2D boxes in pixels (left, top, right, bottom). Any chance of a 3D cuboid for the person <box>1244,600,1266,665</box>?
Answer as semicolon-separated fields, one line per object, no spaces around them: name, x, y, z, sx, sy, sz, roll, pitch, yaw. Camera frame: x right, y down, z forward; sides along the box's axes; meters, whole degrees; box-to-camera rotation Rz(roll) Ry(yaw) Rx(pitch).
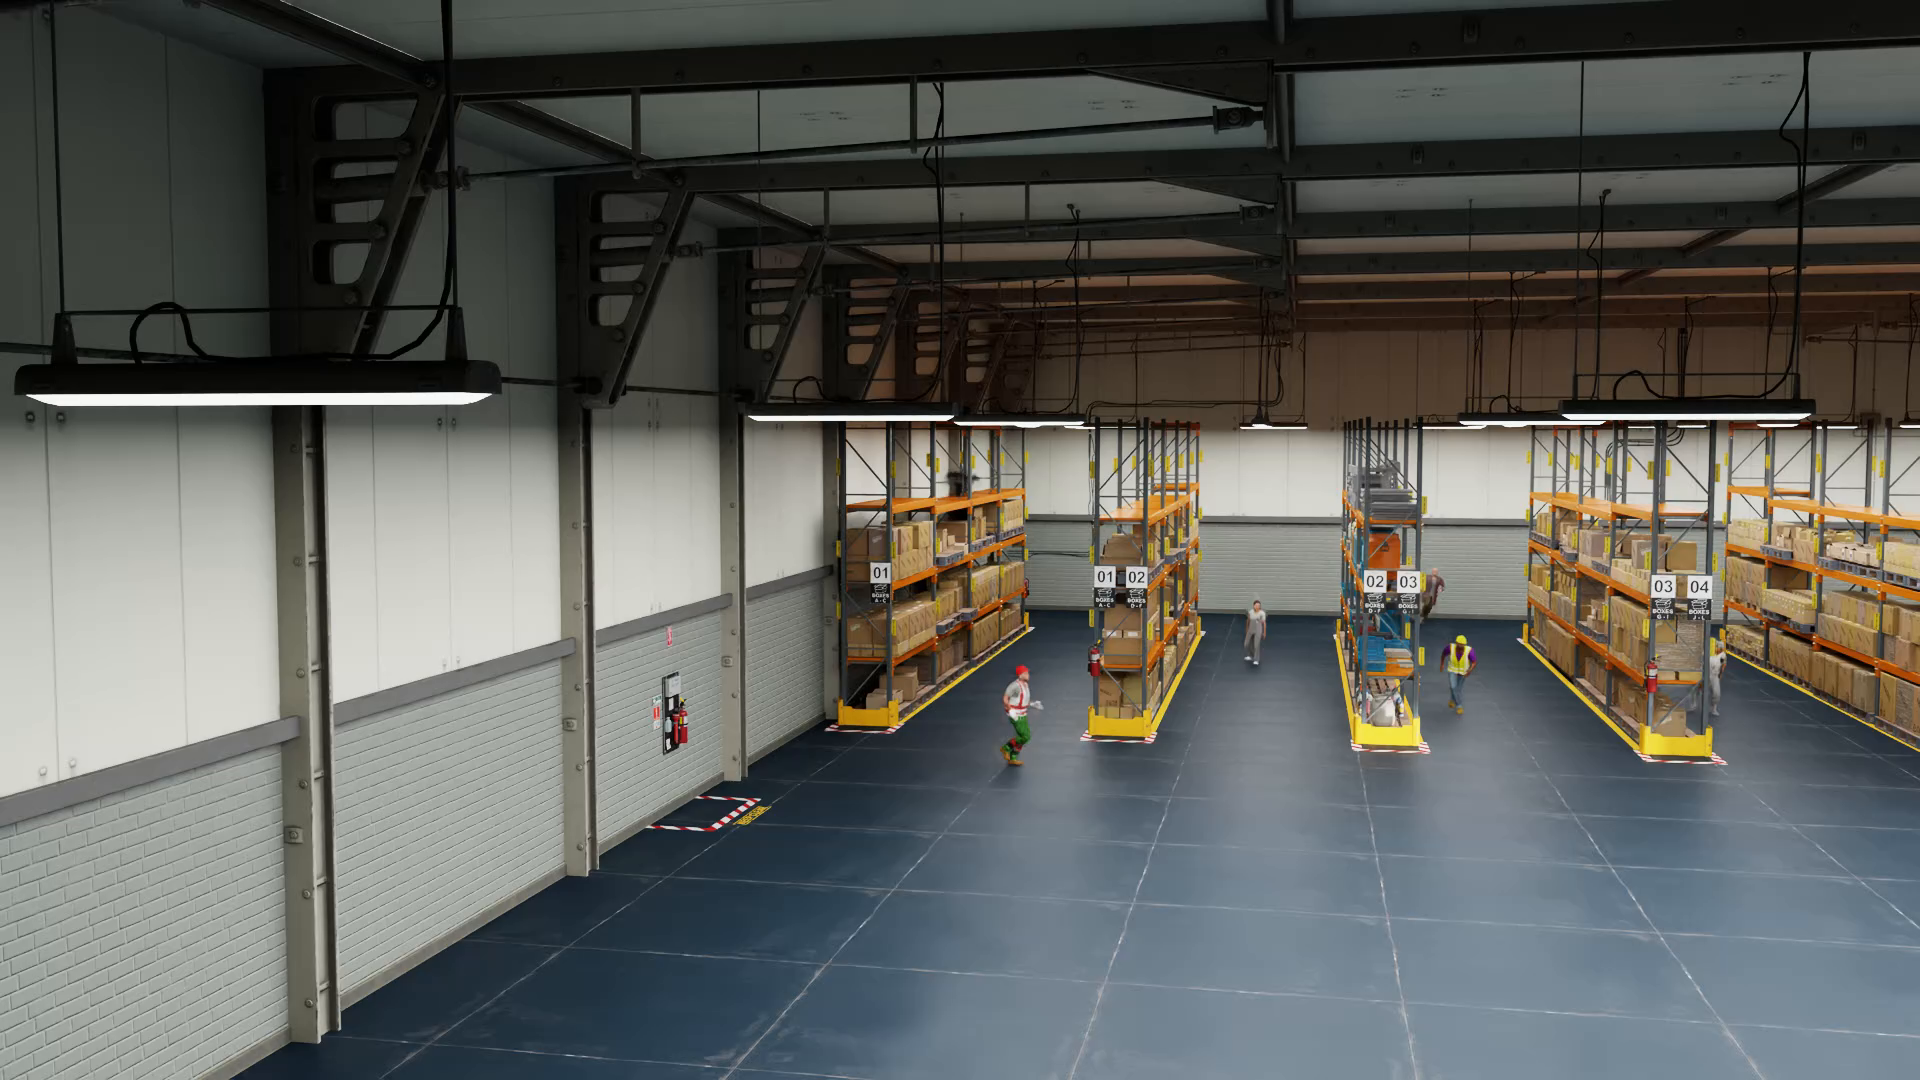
person;7.271;2.259;40.884;0.608;1.620;0.547;2;4;28

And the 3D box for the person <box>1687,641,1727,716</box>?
person;15.216;2.789;33.824;0.702;1.561;0.782;1;4;13

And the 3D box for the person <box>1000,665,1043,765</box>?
person;1.024;3.010;28.503;0.684;1.727;0.661;2;4;26

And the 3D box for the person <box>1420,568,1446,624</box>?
person;14.059;1.674;49.703;0.903;1.689;0.753;0;4;-4

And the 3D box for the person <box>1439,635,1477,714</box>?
person;10.152;2.695;33.939;0.722;1.610;1.095;1;4;12
